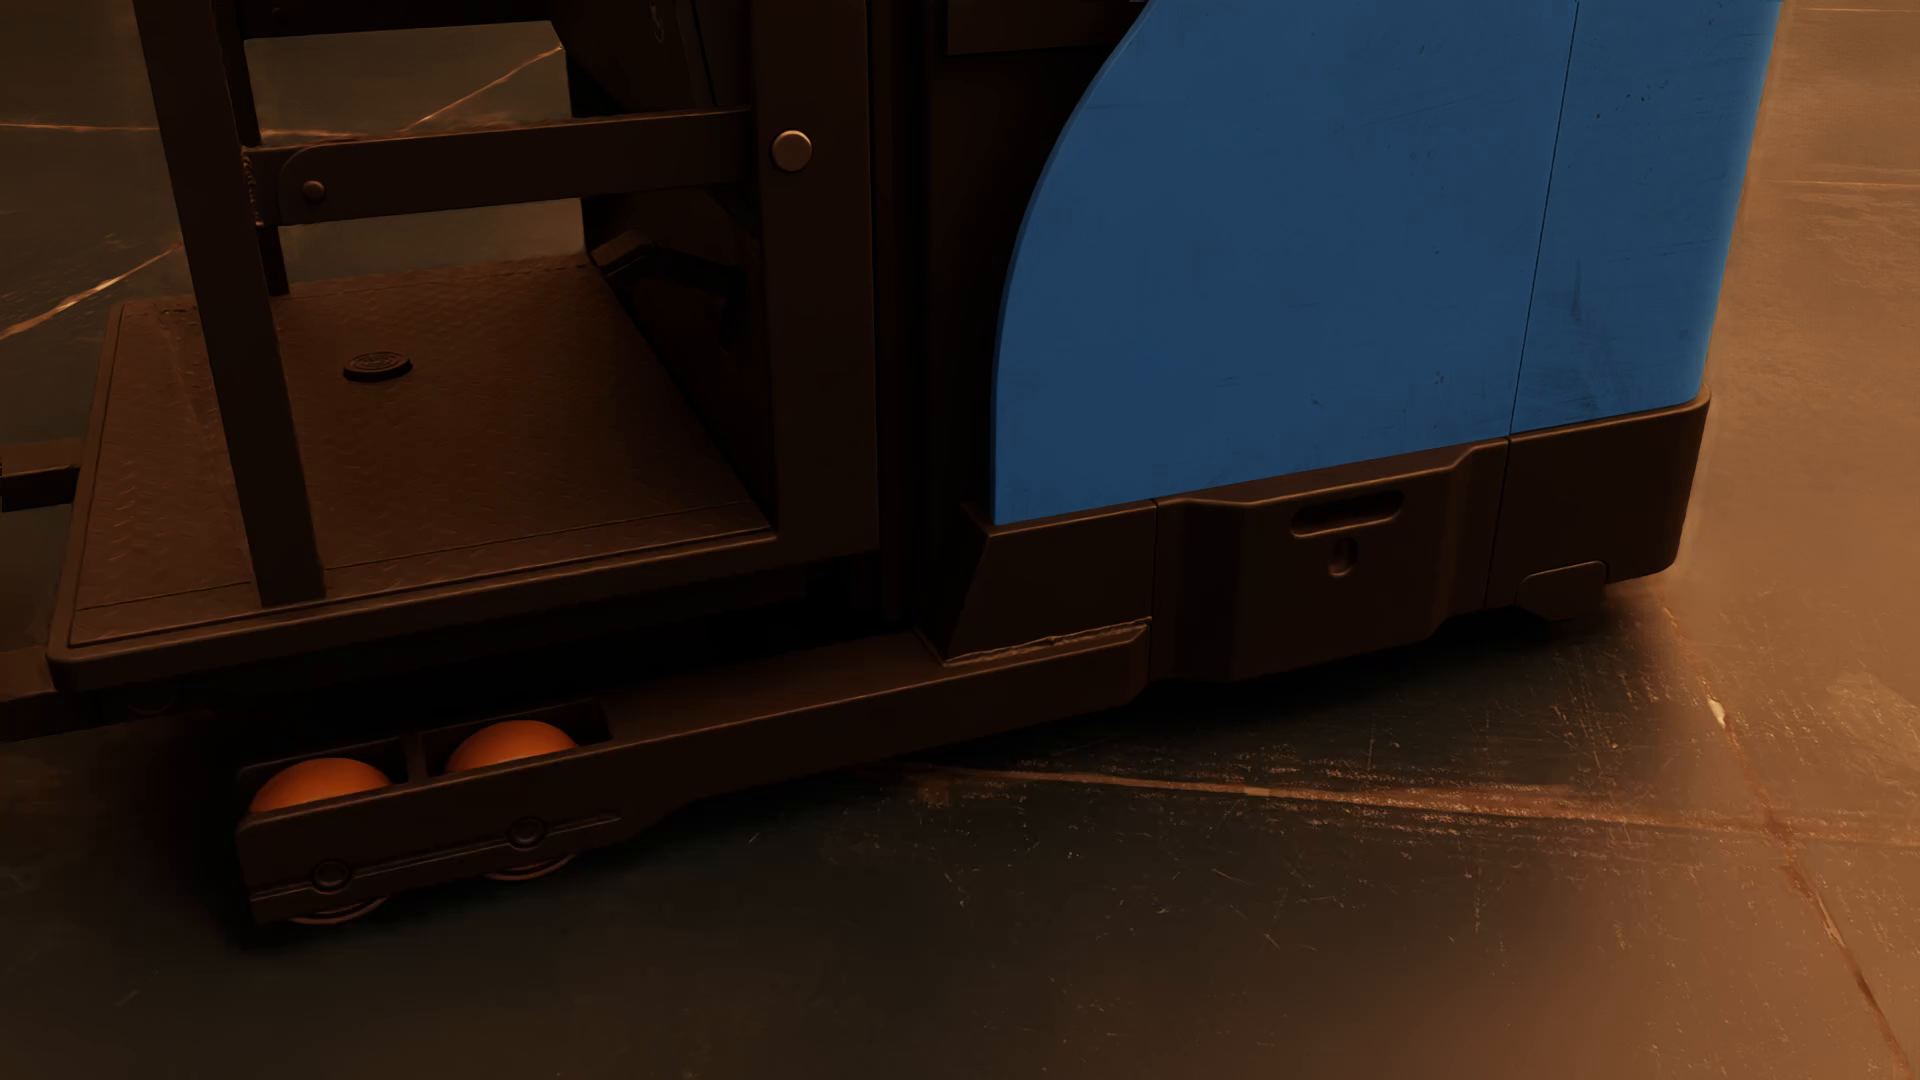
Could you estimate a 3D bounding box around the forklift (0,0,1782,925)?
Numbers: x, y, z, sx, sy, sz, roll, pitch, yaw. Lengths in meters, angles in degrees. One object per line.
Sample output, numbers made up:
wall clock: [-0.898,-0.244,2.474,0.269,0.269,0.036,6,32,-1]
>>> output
forklift: [-0.572,-1.185,1.591,3.031,2.935,1.130,-10,28,-19]
